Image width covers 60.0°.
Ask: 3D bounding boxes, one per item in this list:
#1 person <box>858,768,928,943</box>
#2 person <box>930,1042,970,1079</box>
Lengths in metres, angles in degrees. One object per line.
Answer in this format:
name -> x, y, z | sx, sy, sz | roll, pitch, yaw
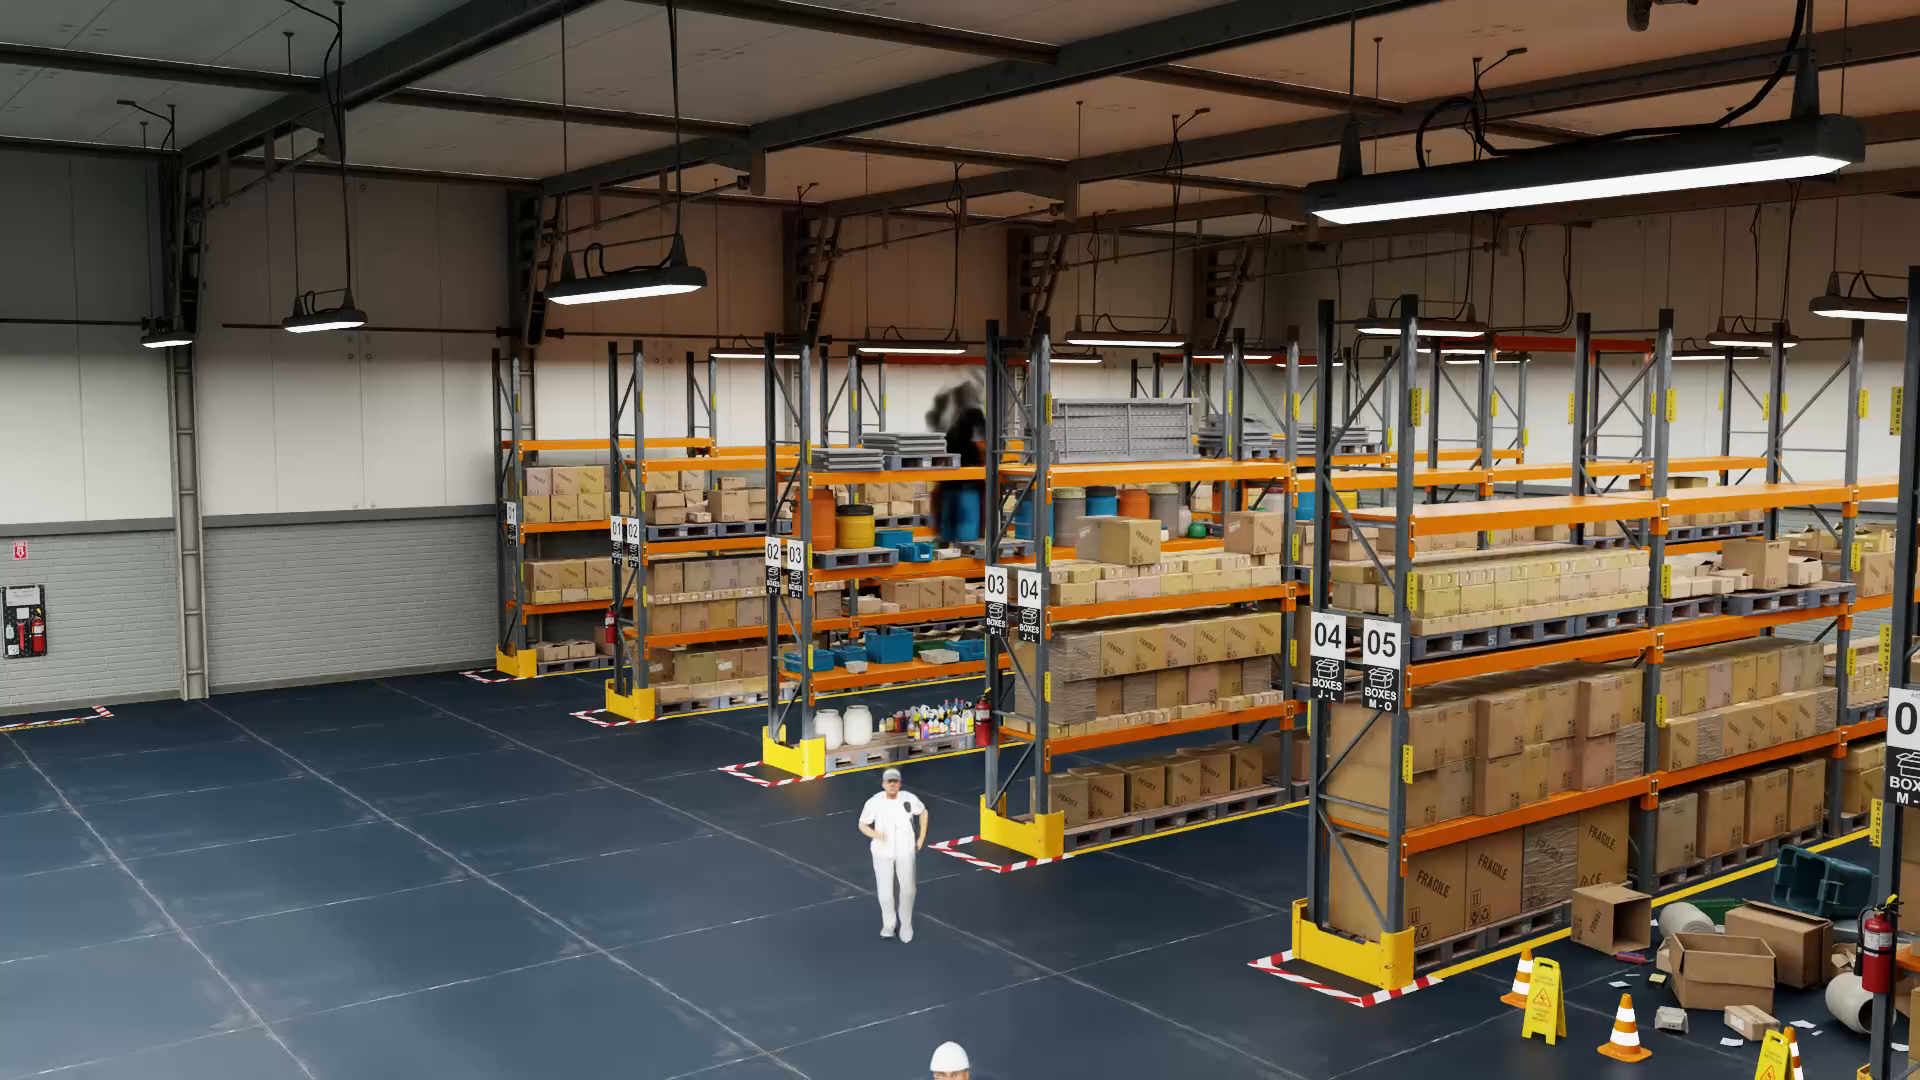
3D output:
person -> -0.621, 2.967, 15.639 | 0.667, 1.662, 0.604 | -1, 5, -6
person -> -0.036, 3.521, 8.854 | 0.680, 1.768, 0.751 | 1, 5, 9
